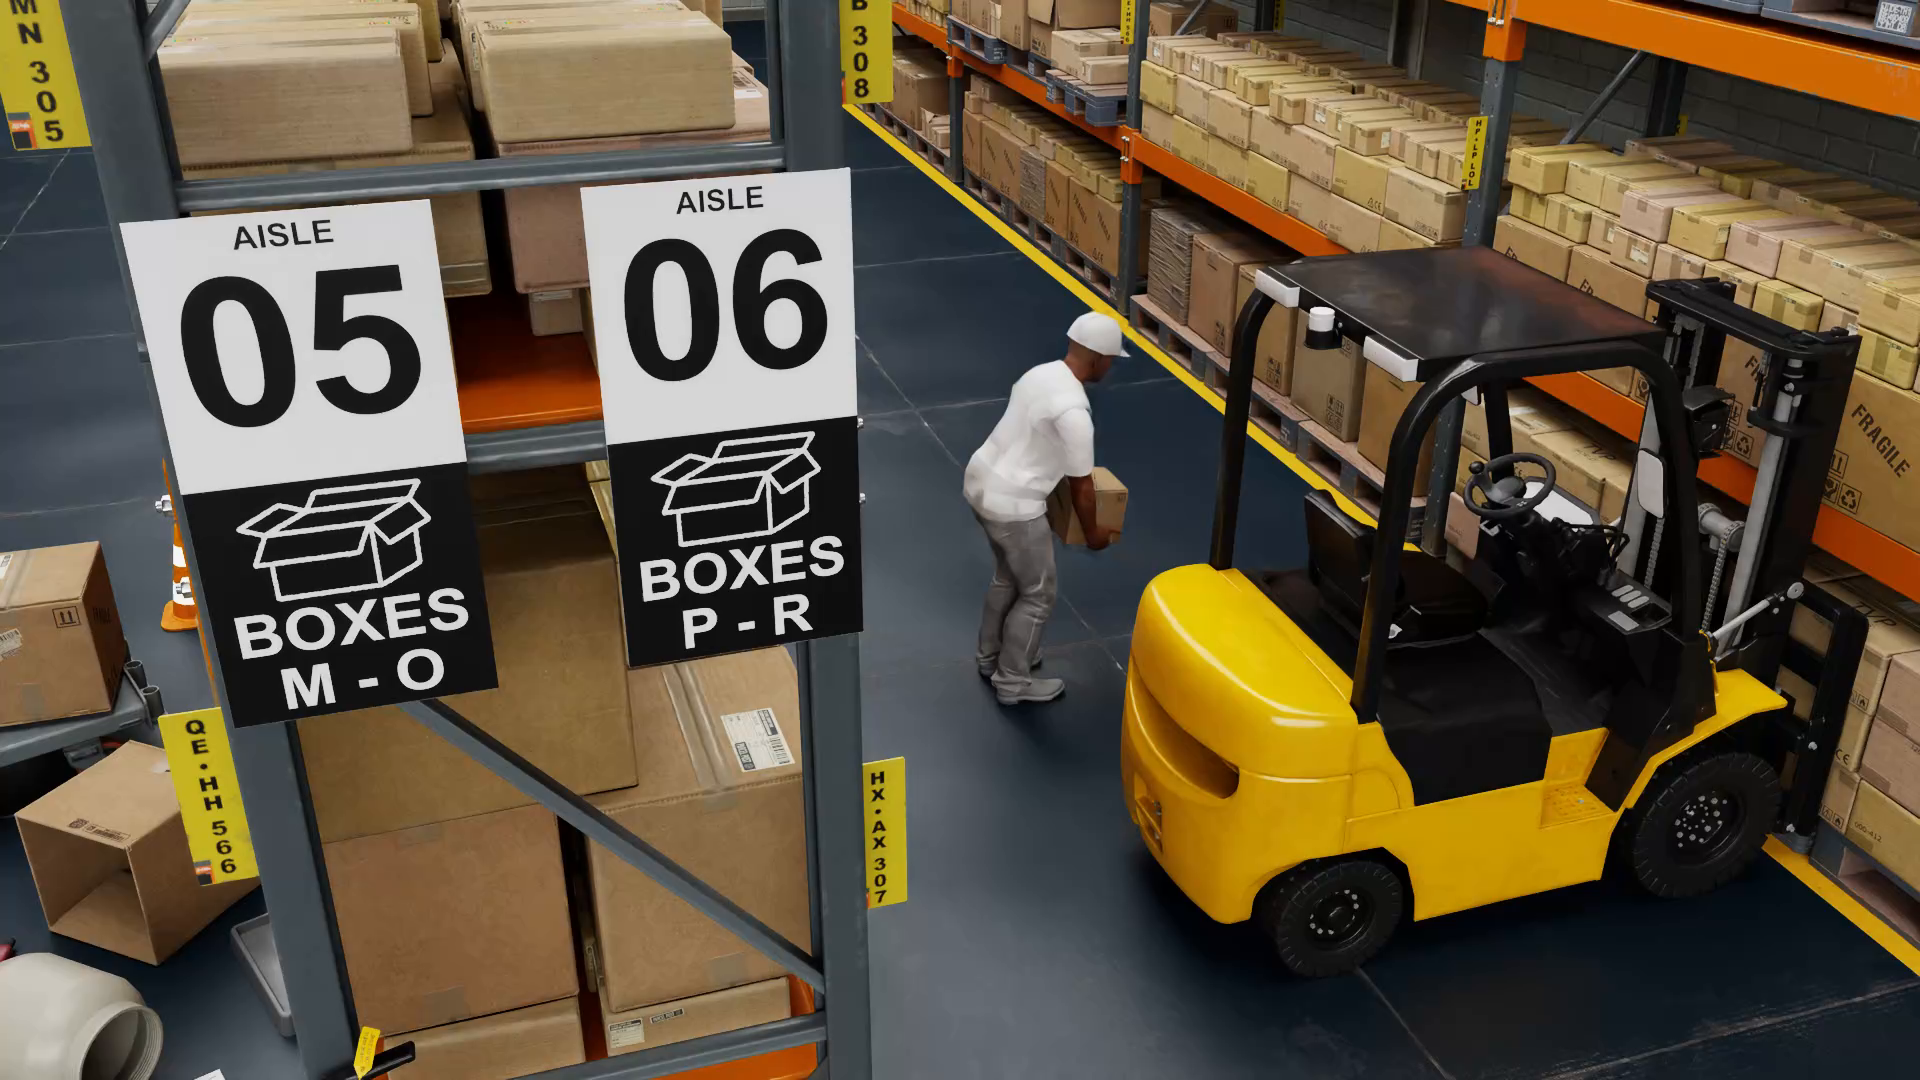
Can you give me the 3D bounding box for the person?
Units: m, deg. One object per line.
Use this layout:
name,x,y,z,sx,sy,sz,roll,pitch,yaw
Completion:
person,0.364,-0.145,7.004,0.695,1.656,0.483,-9,27,-17
